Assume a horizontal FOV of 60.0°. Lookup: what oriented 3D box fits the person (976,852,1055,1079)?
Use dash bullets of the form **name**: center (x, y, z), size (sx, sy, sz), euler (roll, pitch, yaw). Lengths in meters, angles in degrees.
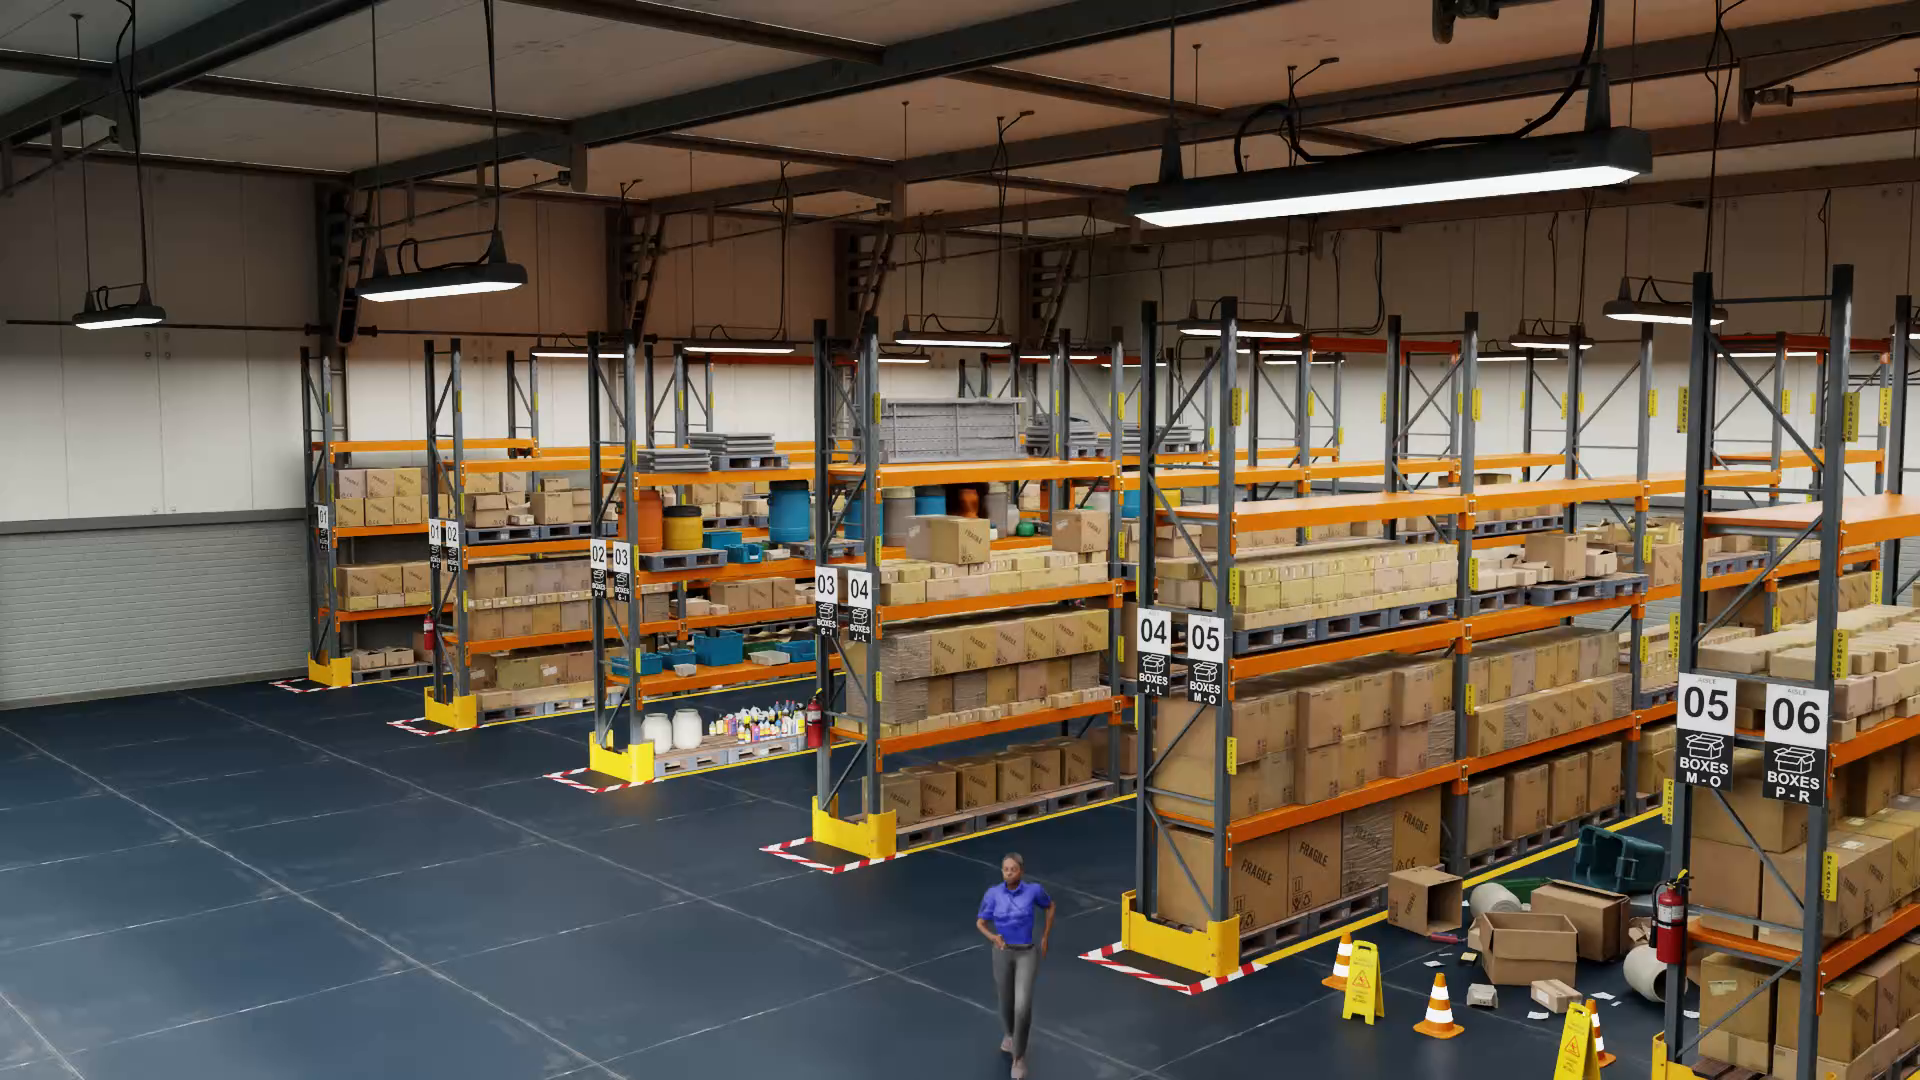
- **person**: center (0.419, 3.236, 12.765), size (0.576, 1.705, 0.726), euler (1, 5, 11)
